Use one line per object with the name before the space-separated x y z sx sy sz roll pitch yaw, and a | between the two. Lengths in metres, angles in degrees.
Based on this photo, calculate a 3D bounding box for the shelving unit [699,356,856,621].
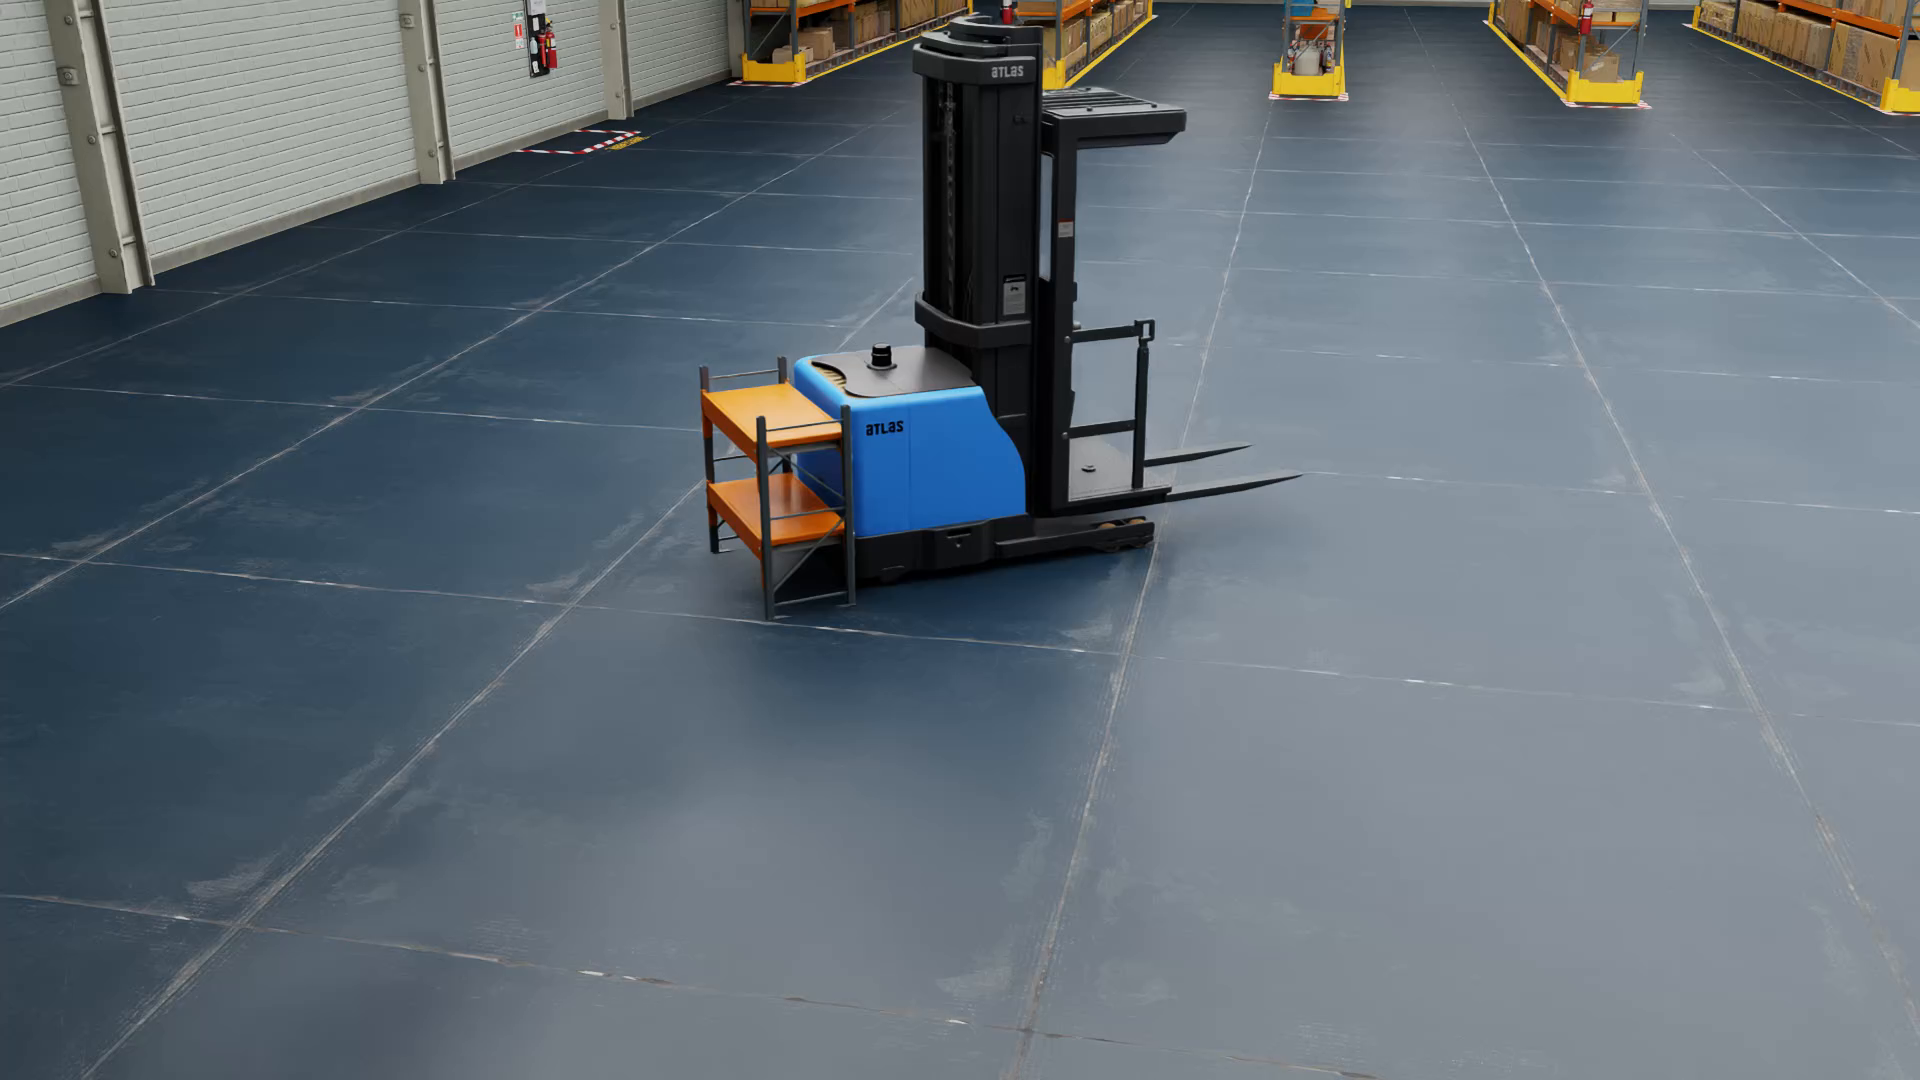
shelving unit | -1.007 -0.309 9.115 0.538 1.125 1.048 -10 24 -23

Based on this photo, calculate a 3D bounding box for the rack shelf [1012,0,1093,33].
rack shelf | 1.736 -10.063 31.787 1.077 0.370 4.000 4 22 11

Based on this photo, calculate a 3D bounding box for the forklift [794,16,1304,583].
forklift | 0.597 -1.461 9.559 3.031 2.935 1.130 -9 23 -20

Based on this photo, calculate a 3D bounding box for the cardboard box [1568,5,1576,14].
cardboard box | 11.084 -9.469 29.685 0.380 0.149 0.250 4 22 11

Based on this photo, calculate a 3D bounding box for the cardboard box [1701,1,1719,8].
cardboard box | 18.685 -13.328 41.389 0.380 0.149 0.250 3 22 8

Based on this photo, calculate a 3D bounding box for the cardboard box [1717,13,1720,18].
cardboard box | 18.557 -12.699 40.226 0.380 0.149 0.250 6 23 14

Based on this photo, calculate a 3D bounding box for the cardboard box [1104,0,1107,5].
cardboard box | 3.235 -12.922 39.677 0.500 0.250 0.500 5 22 11

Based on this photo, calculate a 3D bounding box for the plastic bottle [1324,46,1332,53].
plastic bottle | 7.038 -9.279 31.834 0.144 0.351 0.185 4 22 11

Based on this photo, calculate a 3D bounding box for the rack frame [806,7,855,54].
rack frame | -2.706 -11.504 34.403 1.000 3.000 0.127 4 22 11

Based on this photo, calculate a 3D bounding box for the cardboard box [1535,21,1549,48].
cardboard box | 12.540 -10.632 34.996 0.700 0.500 0.500 3 22 8

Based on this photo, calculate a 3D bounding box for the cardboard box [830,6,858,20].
cardboard box | -2.486 -11.329 35.720 0.500 0.250 0.500 4 22 10

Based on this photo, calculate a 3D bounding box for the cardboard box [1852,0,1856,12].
cardboard box | 16.522 -9.687 29.691 0.875 0.550 0.550 4 22 11

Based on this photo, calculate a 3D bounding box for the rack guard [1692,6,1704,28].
rack guard | 19.109 -13.158 41.855 1.175 0.500 0.348 4 22 11

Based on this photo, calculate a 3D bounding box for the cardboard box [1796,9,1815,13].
cardboard box | 17.870 -11.036 35.021 0.500 0.250 0.500 3 22 8

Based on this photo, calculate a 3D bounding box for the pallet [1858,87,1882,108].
pallet | 15.946 -7.498 28.190 1.003 0.211 1.213 4 22 11

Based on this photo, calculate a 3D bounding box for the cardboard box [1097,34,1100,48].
cardboard box | 2.677 -10.553 35.159 0.500 0.250 0.500 4 22 9

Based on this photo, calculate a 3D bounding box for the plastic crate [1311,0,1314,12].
plastic crate | 6.123 -9.660 30.023 0.499 0.251 0.408 4 22 11

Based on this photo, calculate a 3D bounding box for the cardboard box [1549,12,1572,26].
cardboard box | 12.451 -10.785 34.370 0.500 0.250 0.500 7 23 17

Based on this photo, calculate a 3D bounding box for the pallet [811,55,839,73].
pallet | -3.056 -9.515 33.197 1.003 0.211 1.213 4 22 11

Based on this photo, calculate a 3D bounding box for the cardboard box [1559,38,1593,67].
cardboard box | 11.720 -9.264 31.624 0.500 0.500 0.500 4 22 9

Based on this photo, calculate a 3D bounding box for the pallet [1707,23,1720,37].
pallet | 18.657 -12.285 40.073 1.003 0.211 1.213 4 22 11

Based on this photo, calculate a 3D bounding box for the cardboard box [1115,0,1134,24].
cardboard box | 3.956 -12.896 40.616 0.500 0.500 0.500 4 22 11

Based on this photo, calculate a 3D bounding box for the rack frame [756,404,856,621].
rack frame | -0.797 -0.136 8.685 0.500 1.125 0.032 -10 24 -23

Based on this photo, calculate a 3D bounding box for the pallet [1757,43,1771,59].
pallet | 17.653 -10.412 35.423 1.003 0.211 1.213 4 22 11

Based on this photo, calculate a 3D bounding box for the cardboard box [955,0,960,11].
cardboard box | -0.405 -14.482 44.580 0.700 0.500 0.500 4 22 11

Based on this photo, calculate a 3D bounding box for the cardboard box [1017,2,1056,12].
cardboard box | 1.435 -9.881 30.240 0.700 0.500 0.500 4 22 11

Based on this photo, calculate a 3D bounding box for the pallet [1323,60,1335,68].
pallet | 6.814 -9.213 32.447 1.003 0.211 1.213 4 22 11

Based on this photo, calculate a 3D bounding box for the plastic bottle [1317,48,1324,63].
plastic bottle | 6.954 -9.364 32.146 0.152 0.276 0.135 4 22 11

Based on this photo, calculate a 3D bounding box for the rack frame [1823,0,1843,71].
rack frame | 16.676 -9.956 30.560 1.000 3.000 0.127 4 22 11

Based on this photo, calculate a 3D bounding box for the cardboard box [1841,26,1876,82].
cardboard box | 16.299 -8.611 29.501 0.875 0.875 0.875 5 22 11

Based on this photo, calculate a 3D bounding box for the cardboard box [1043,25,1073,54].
cardboard box | 1.844 -9.478 31.488 0.500 0.500 0.500 4 22 11

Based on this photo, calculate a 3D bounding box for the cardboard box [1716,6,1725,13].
cardboard box | 18.320 -12.663 39.738 0.380 0.149 0.250 4 22 9

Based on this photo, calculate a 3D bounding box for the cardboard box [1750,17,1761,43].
cardboard box | 17.572 -11.099 36.182 0.500 0.500 0.500 3 22 9

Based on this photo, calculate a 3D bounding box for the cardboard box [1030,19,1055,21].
cardboard box | 1.648 -10.066 32.947 0.500 0.500 0.500 4 22 11

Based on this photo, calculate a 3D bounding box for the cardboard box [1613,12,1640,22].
cardboard box | 11.316 -8.878 28.219 0.380 0.149 0.250 4 22 11

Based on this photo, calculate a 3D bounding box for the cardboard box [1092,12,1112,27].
cardboard box | 3.094 -11.560 36.910 0.500 0.311 0.500 5 22 12

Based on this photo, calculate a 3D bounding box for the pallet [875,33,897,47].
pallet | -2.051 -11.388 37.847 1.003 0.211 1.213 4 22 11

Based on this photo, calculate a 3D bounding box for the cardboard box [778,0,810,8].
cardboard box | -3.112 -10.135 31.178 0.500 0.250 0.500 4 22 9

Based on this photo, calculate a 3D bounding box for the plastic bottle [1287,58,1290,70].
plastic bottle | 6.122 -8.897 31.087 0.097 0.201 0.097 0 22 0

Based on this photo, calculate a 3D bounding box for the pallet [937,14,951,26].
pallet | -0.842 -13.409 42.865 1.003 0.211 1.213 4 22 11

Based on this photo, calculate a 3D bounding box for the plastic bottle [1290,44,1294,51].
plastic bottle | 6.383 -9.392 32.115 0.144 0.351 0.185 4 22 9

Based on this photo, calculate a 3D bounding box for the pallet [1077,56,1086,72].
pallet | 1.940 -9.547 33.276 1.003 0.211 1.213 4 22 11

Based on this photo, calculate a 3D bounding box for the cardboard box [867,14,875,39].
cardboard box | -2.279 -11.381 36.854 0.700 0.500 0.500 4 22 11

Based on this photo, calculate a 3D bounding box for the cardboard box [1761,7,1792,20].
cardboard box | 17.467 -11.258 35.572 0.500 0.250 0.500 5 22 12

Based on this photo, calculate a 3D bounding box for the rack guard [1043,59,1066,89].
rack guard | 1.323 -8.497 30.282 1.175 0.500 0.348 4 22 11

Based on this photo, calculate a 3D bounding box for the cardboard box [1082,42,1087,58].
cardboard box | 2.263 -9.861 33.442 0.500 0.250 0.500 4 22 11

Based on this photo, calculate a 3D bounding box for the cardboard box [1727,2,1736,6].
cardboard box | 19.157 -13.193 41.054 0.380 0.149 0.250 5 22 12

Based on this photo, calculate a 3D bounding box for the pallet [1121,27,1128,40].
pallet | 3.400 -12.012 39.398 1.003 0.211 1.213 4 22 11

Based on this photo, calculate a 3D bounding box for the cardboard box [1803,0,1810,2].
cardboard box | 16.828 -10.770 32.445 0.500 0.500 0.500 4 22 10
